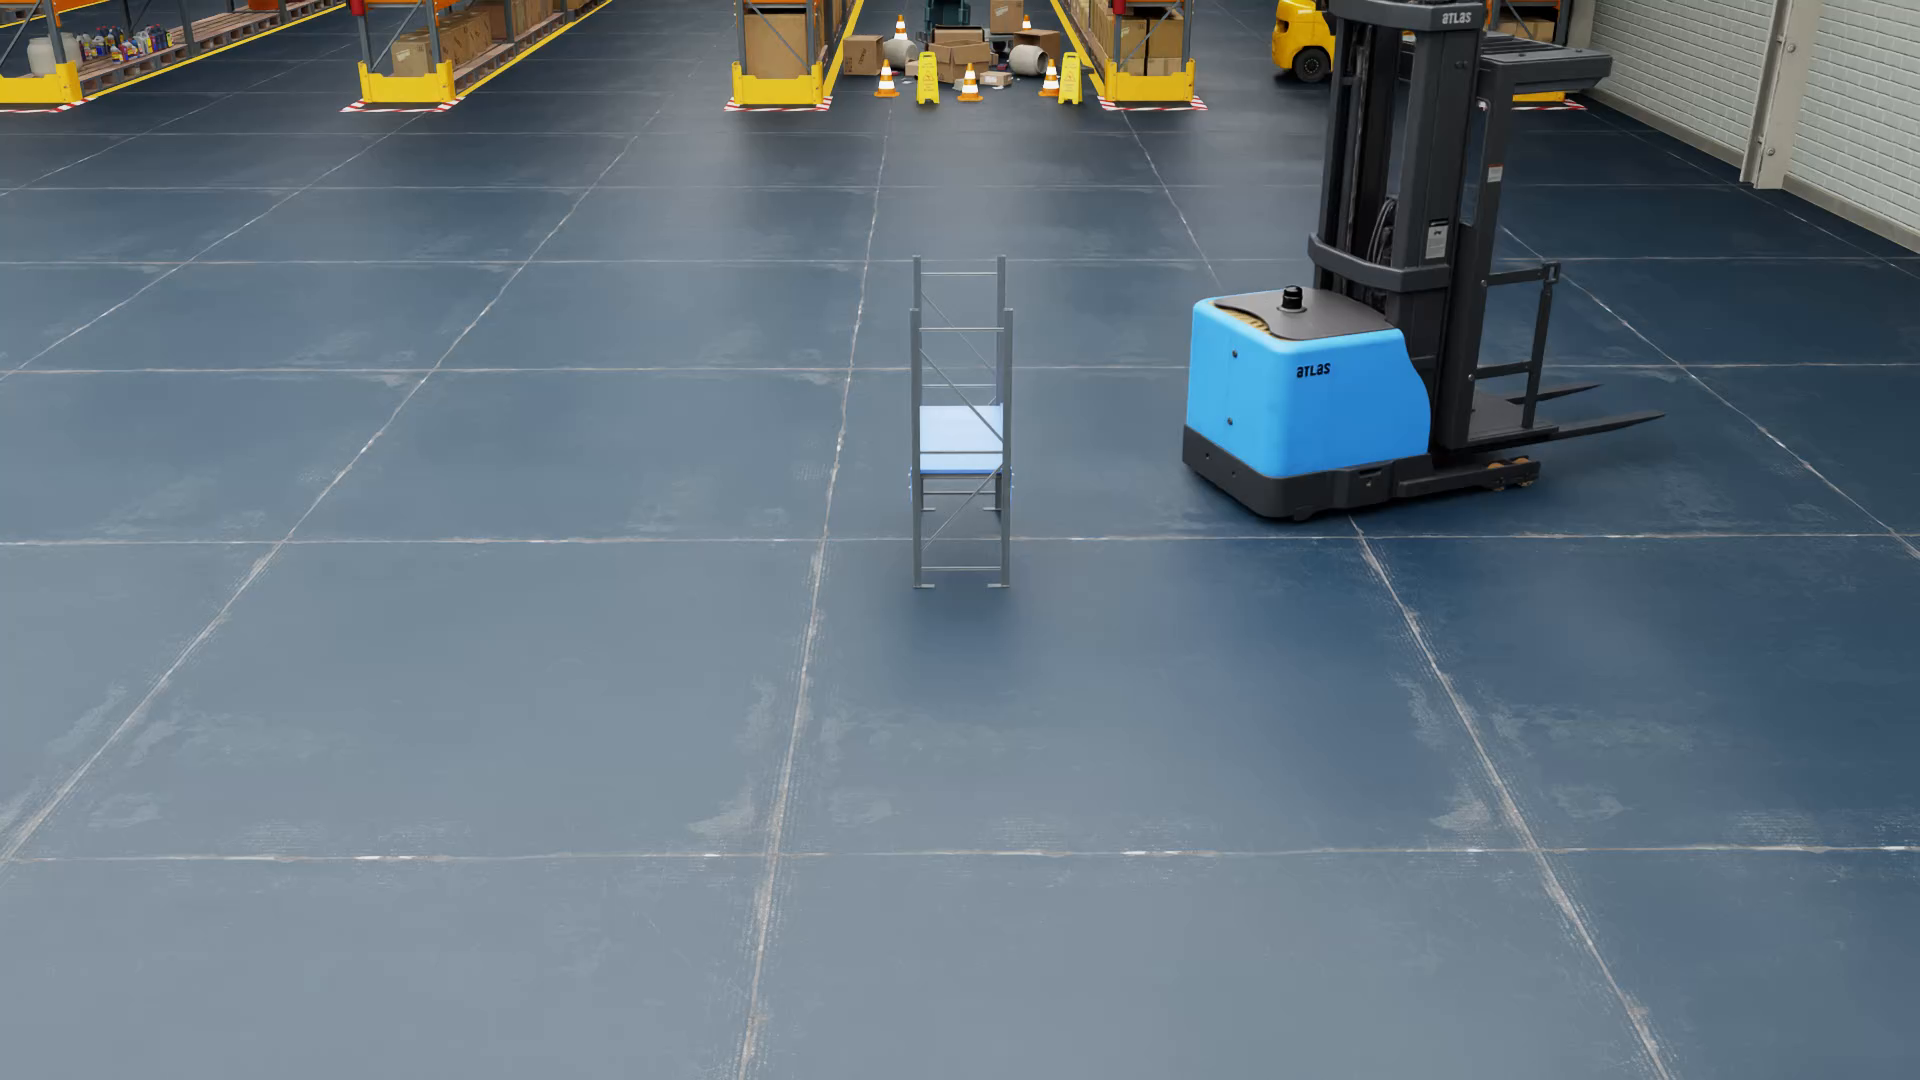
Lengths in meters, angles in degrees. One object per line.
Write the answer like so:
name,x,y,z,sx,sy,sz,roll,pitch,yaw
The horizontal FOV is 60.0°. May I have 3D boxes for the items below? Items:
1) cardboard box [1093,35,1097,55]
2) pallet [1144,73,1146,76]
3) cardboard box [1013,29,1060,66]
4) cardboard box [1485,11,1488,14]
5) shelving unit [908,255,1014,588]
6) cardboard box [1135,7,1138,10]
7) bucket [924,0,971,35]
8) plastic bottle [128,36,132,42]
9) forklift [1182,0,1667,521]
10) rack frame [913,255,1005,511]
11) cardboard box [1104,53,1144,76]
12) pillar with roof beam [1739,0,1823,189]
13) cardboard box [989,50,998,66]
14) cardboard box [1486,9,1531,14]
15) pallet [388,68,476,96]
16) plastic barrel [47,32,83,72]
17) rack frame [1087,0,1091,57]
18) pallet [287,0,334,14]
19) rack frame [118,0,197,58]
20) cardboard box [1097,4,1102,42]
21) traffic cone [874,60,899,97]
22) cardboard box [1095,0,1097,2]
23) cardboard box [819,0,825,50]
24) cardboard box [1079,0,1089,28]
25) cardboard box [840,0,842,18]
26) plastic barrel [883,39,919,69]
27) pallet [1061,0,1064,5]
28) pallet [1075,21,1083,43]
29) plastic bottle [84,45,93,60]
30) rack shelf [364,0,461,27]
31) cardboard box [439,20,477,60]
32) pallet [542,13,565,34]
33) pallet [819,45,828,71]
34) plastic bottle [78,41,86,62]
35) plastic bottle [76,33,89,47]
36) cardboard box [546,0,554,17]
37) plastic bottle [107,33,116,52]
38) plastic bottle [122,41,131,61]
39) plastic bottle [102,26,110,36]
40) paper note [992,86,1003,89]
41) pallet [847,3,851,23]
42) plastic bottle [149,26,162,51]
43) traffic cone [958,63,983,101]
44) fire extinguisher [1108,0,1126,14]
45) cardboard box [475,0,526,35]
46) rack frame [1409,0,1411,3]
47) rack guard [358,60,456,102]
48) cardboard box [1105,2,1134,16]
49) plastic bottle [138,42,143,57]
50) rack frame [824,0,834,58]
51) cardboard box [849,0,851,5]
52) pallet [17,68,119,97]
cardboard box,2.248,-7.399,24.796,0.500,0.250,0.500,1,24,2
pallet,2.563,-6.372,23.083,1.003,0.211,1.213,0,24,-1
cardboard box,1.145,-7.339,24.868,0.500,0.500,0.500,19,30,35
cardboard box,7.157,-7.301,23.366,0.500,0.250,0.500,0,24,0
shelving unit,0.001,-0.648,8.863,0.538,1.500,1.048,0,24,-1
cardboard box,2.783,-7.542,24.204,0.500,0.500,0.500,1,24,2
bucket,-0.148,-8.016,25.462,0.726,0.611,0.620,8,16,18
plastic bottle,-12.176,-7.277,24.462,0.061,0.283,0.133,0,24,-1
forklift,2.922,-1.817,9.711,3.031,2.935,1.130,-10,26,-20
rack frame,-0.005,-0.858,9.326,0.500,1.500,0.032,0,24,-1
cardboard box,2.259,-6.557,22.934,0.500,0.250,0.500,0,24,-1
pillar with roof beam,4.155,-7.833,15.649,9.100,9.000,0.400,0,24,-1
cardboard box,0.357,-7.334,25.143,0.258,0.266,0.396,-19,31,-36
cardboard box,7.681,-7.305,23.376,0.500,0.250,0.500,0,24,-1
pallet,-7.346,-6.328,22.984,1.003,0.211,1.213,0,24,-1
plastic barrel,-12.414,-6.745,23.032,0.421,0.512,0.421,0,24,0
rack frame,2.494,-8.925,25.343,1.000,3.000,0.127,0,24,-1
pallet,-12.472,-10.062,31.241,1.003,0.211,1.213,0,24,-1
rack frame,-12.368,-8.858,25.195,1.000,3.000,0.127,0,24,-1
cardboard box,2.252,-7.526,24.168,0.500,0.500,0.500,1,24,2
traffic cone,-0.997,-6.282,22.578,0.336,0.463,0.334,0,24,-1
cardboard box,2.179,-7.993,24.412,0.380,0.149,0.250,1,24,1
cardboard box,-2.518,-7.825,24.979,0.875,0.875,0.875,0,24,0
cardboard box,2.465,-8.718,27.564,0.950,0.372,0.625,1,24,1
cardboard box,-2.582,-9.424,28.667,1.050,0.750,0.750,-1,24,-1
plastic barrel,-0.908,-7.226,24.714,0.512,0.421,0.421,19,30,35
pallet,2.490,-10.633,32.504,1.003,0.211,1.213,0,24,-1
pallet,2.468,-8.479,27.741,1.003,0.211,1.213,0,24,-1
plastic bottle,-12.635,-7.059,24.080,0.097,0.201,0.097,0,24,0
rack shelf,-7.394,-7.728,23.570,1.077,0.370,4.000,0,24,-1
cardboard box,-7.352,-7.276,24.221,0.500,0.500,0.500,-2,24,-5
pallet,-7.452,-8.936,28.751,1.003,0.211,1.213,0,24,-1
pallet,-2.525,-7.277,25.083,1.003,0.211,1.213,0,24,-1
plastic bottle,-12.652,-7.032,23.920,0.061,0.283,0.133,0,24,-1
plastic bottle,-12.766,-7.187,24.182,0.144,0.351,0.185,1,24,2
cardboard box,-7.432,-9.314,28.703,0.700,0.500,0.500,-2,24,-3
plastic bottle,-12.652,-7.422,24.796,0.097,0.271,0.097,0,24,0
plastic bottle,-12.036,-7.057,23.990,0.097,0.271,0.097,0,24,0
plastic bottle,-12.774,-7.517,24.911,0.144,0.351,0.185,0,24,1
paper note,0.537,-6.304,23.152,0.148,0.019,0.142,-9,26,-19
pallet,-2.505,-9.560,30.133,1.003,0.211,1.213,0,24,-1
plastic bottle,-12.071,-7.508,24.892,0.144,0.351,0.185,-1,24,-3
traffic cone,0.137,-6.147,22.279,0.336,0.463,0.334,0,24,-1
fire extinguisher,2.078,-7.192,21.606,0.296,0.674,0.183,0,24,-1
cardboard box,-7.387,-8.391,26.663,0.700,0.500,0.500,0,24,-1
rack frame,7.457,-8.949,25.396,1.000,3.000,0.127,0,24,-1
rack guard,-7.373,-6.124,22.184,1.175,0.500,0.348,0,24,-1
cardboard box,2.197,-7.332,22.951,0.380,0.149,0.250,0,24,1
plastic bottle,-12.041,-7.192,24.373,0.097,0.201,0.097,0,24,0
rack frame,-2.455,-8.861,25.202,1.000,3.000,0.127,0,24,-1
cardboard box,-2.260,-10.061,30.380,0.500,0.500,0.500,0,24,0
pallet,-12.376,-6.305,22.934,1.003,0.211,1.213,0,24,-1
